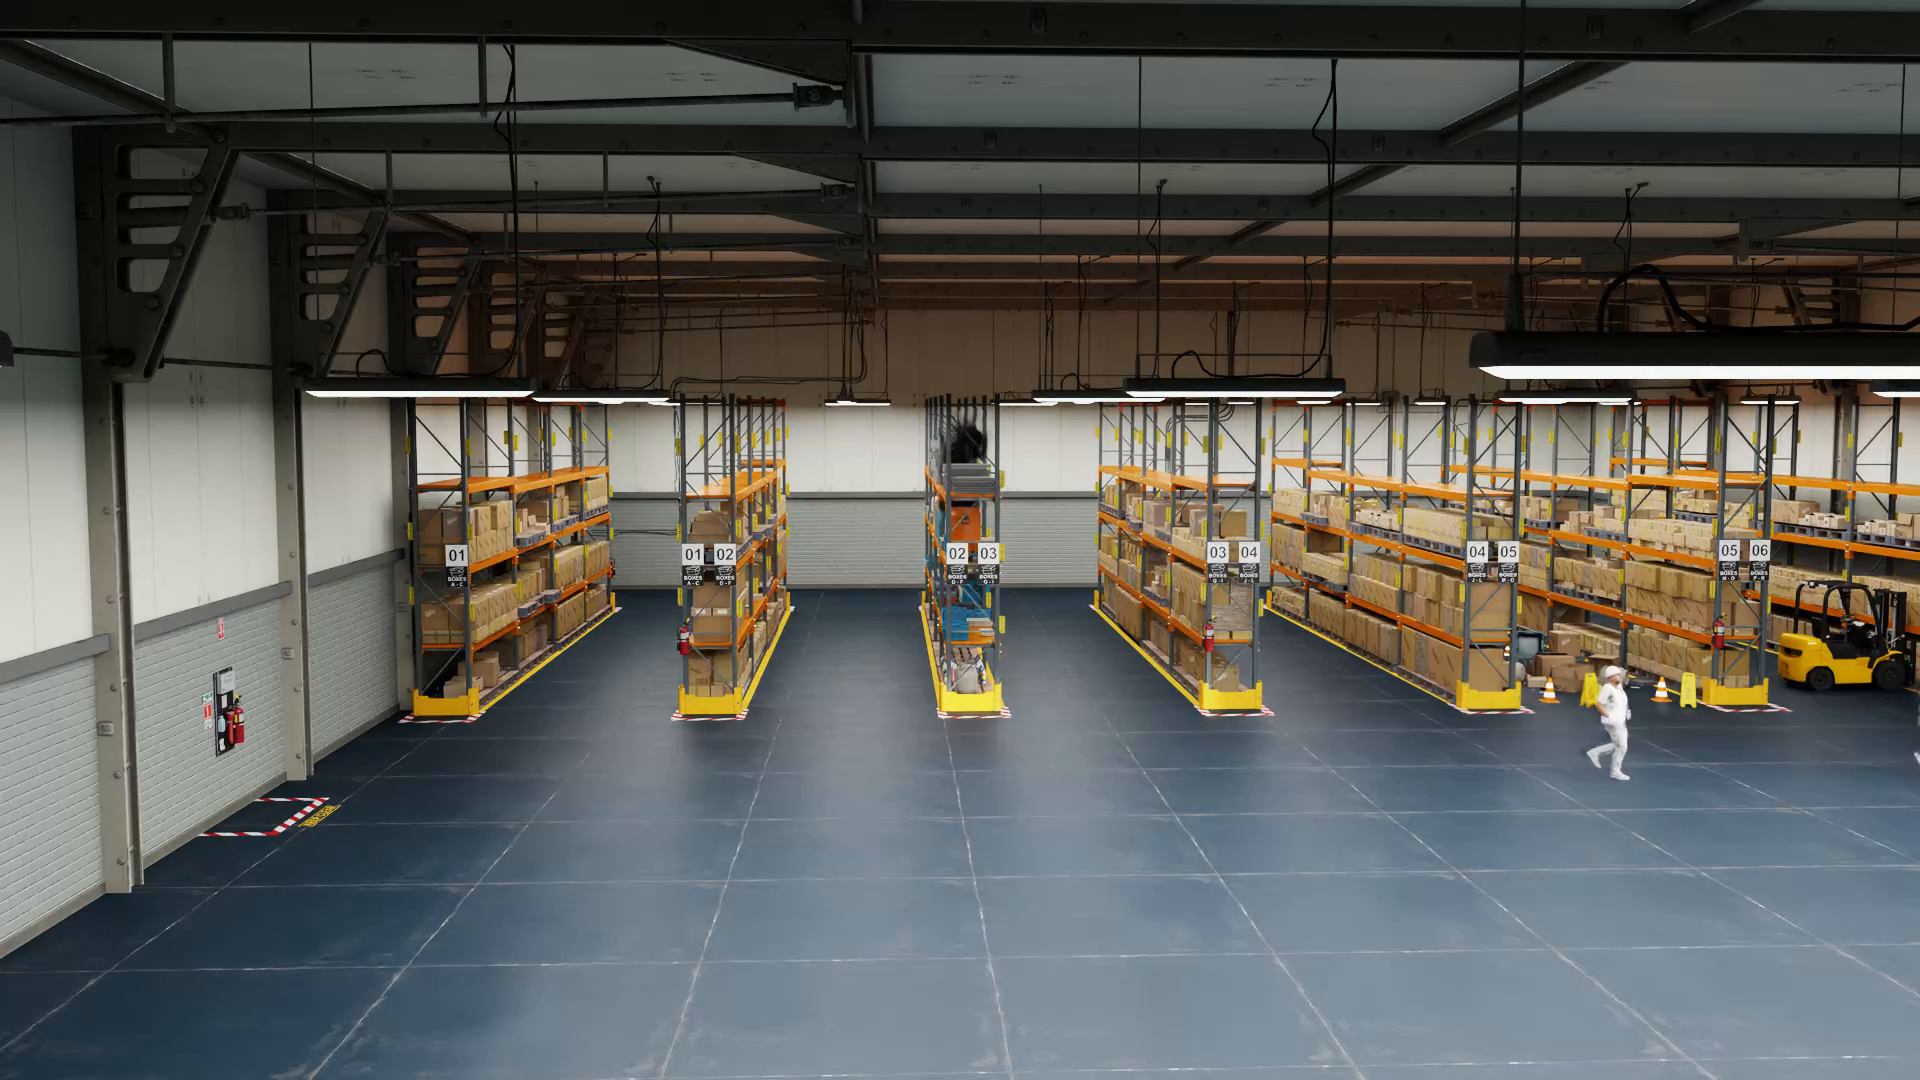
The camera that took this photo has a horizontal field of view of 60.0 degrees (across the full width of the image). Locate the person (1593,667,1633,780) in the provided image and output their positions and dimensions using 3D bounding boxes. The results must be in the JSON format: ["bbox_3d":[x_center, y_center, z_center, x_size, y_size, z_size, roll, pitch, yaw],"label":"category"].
[{"bbox_3d":[10.120,2.823,25.773,0.566,1.747,0.676,3,6,37],"label":"person"}]
